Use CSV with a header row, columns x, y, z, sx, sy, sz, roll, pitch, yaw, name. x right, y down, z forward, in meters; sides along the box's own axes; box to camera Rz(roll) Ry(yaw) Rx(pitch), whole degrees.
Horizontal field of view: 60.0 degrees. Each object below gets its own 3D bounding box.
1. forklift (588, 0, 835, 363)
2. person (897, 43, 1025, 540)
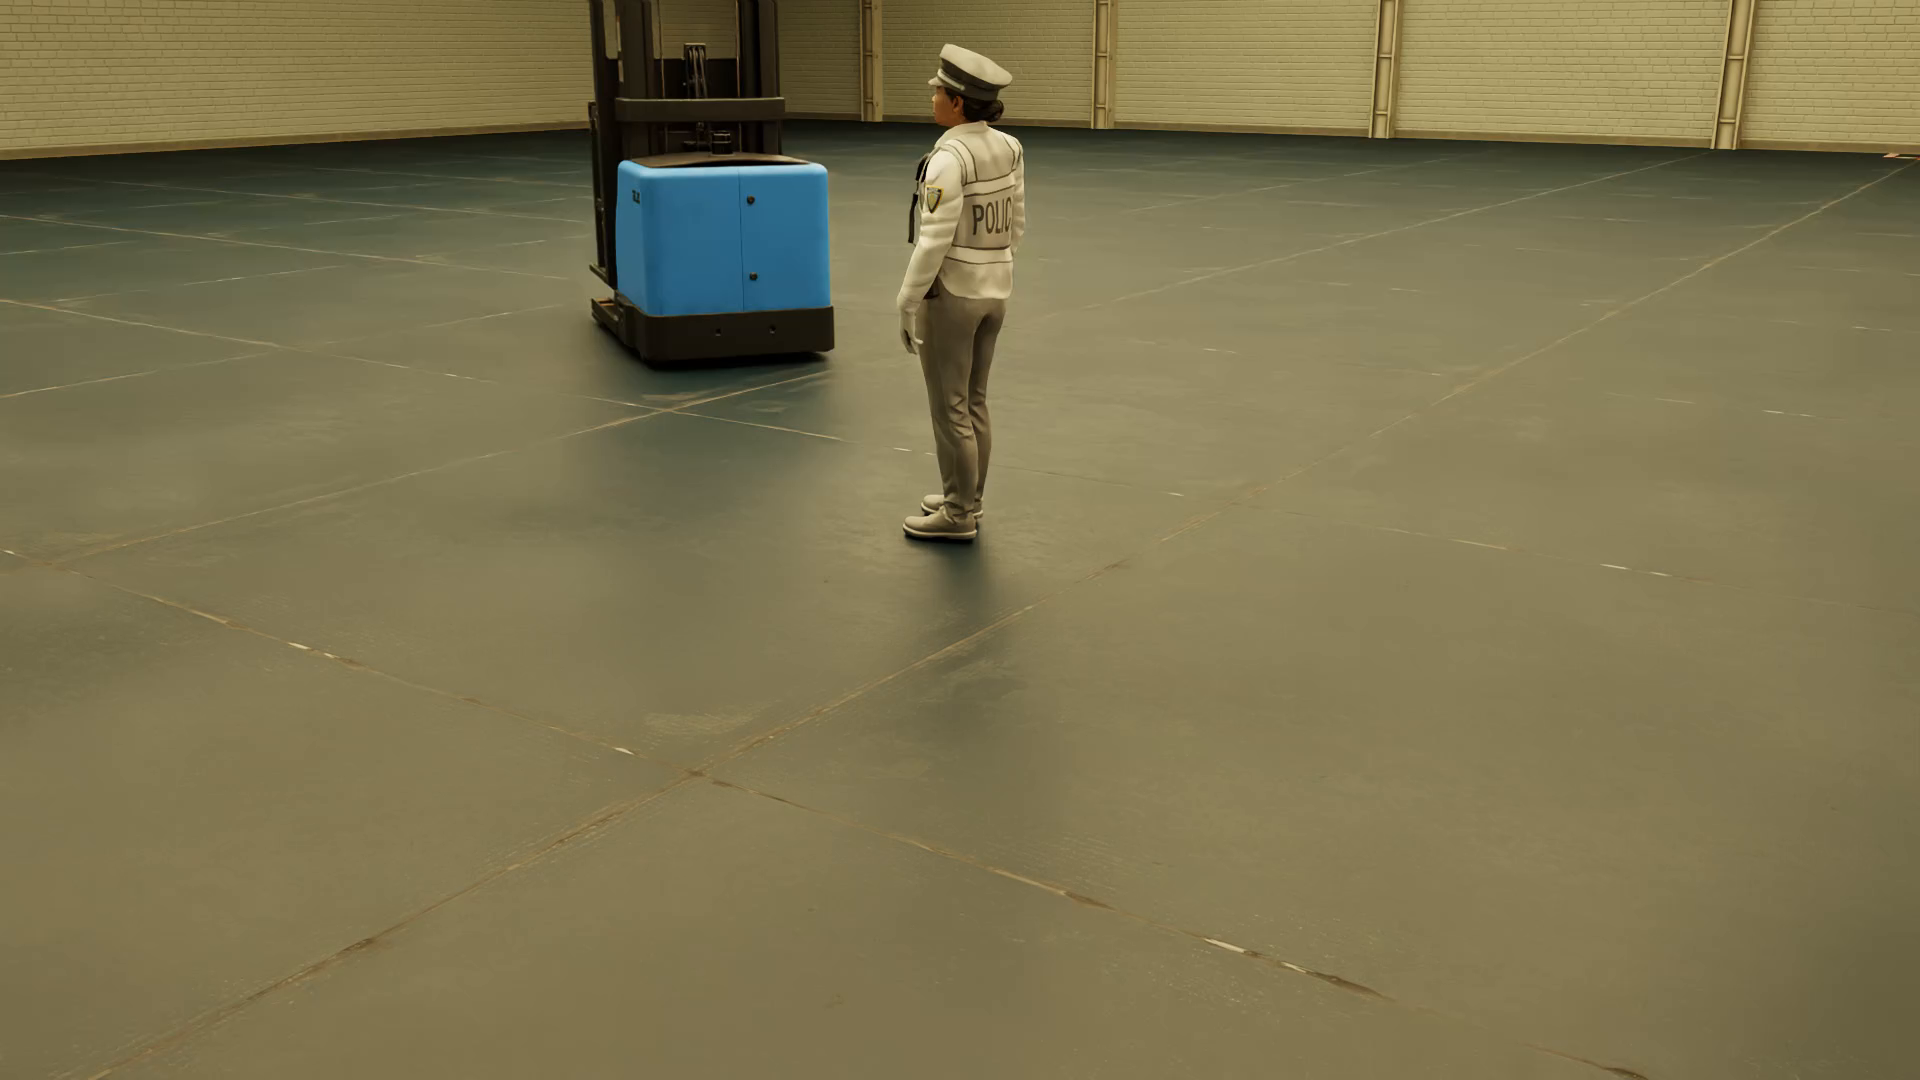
x,y,z,sx,sy,sz,roll,pitch,yaw,name
-1.687,-2.746,10.014,1.130,2.935,3.031,-6,18,-19,forklift
-0.053,-0.831,5.746,0.531,1.695,0.588,11,20,33,person
